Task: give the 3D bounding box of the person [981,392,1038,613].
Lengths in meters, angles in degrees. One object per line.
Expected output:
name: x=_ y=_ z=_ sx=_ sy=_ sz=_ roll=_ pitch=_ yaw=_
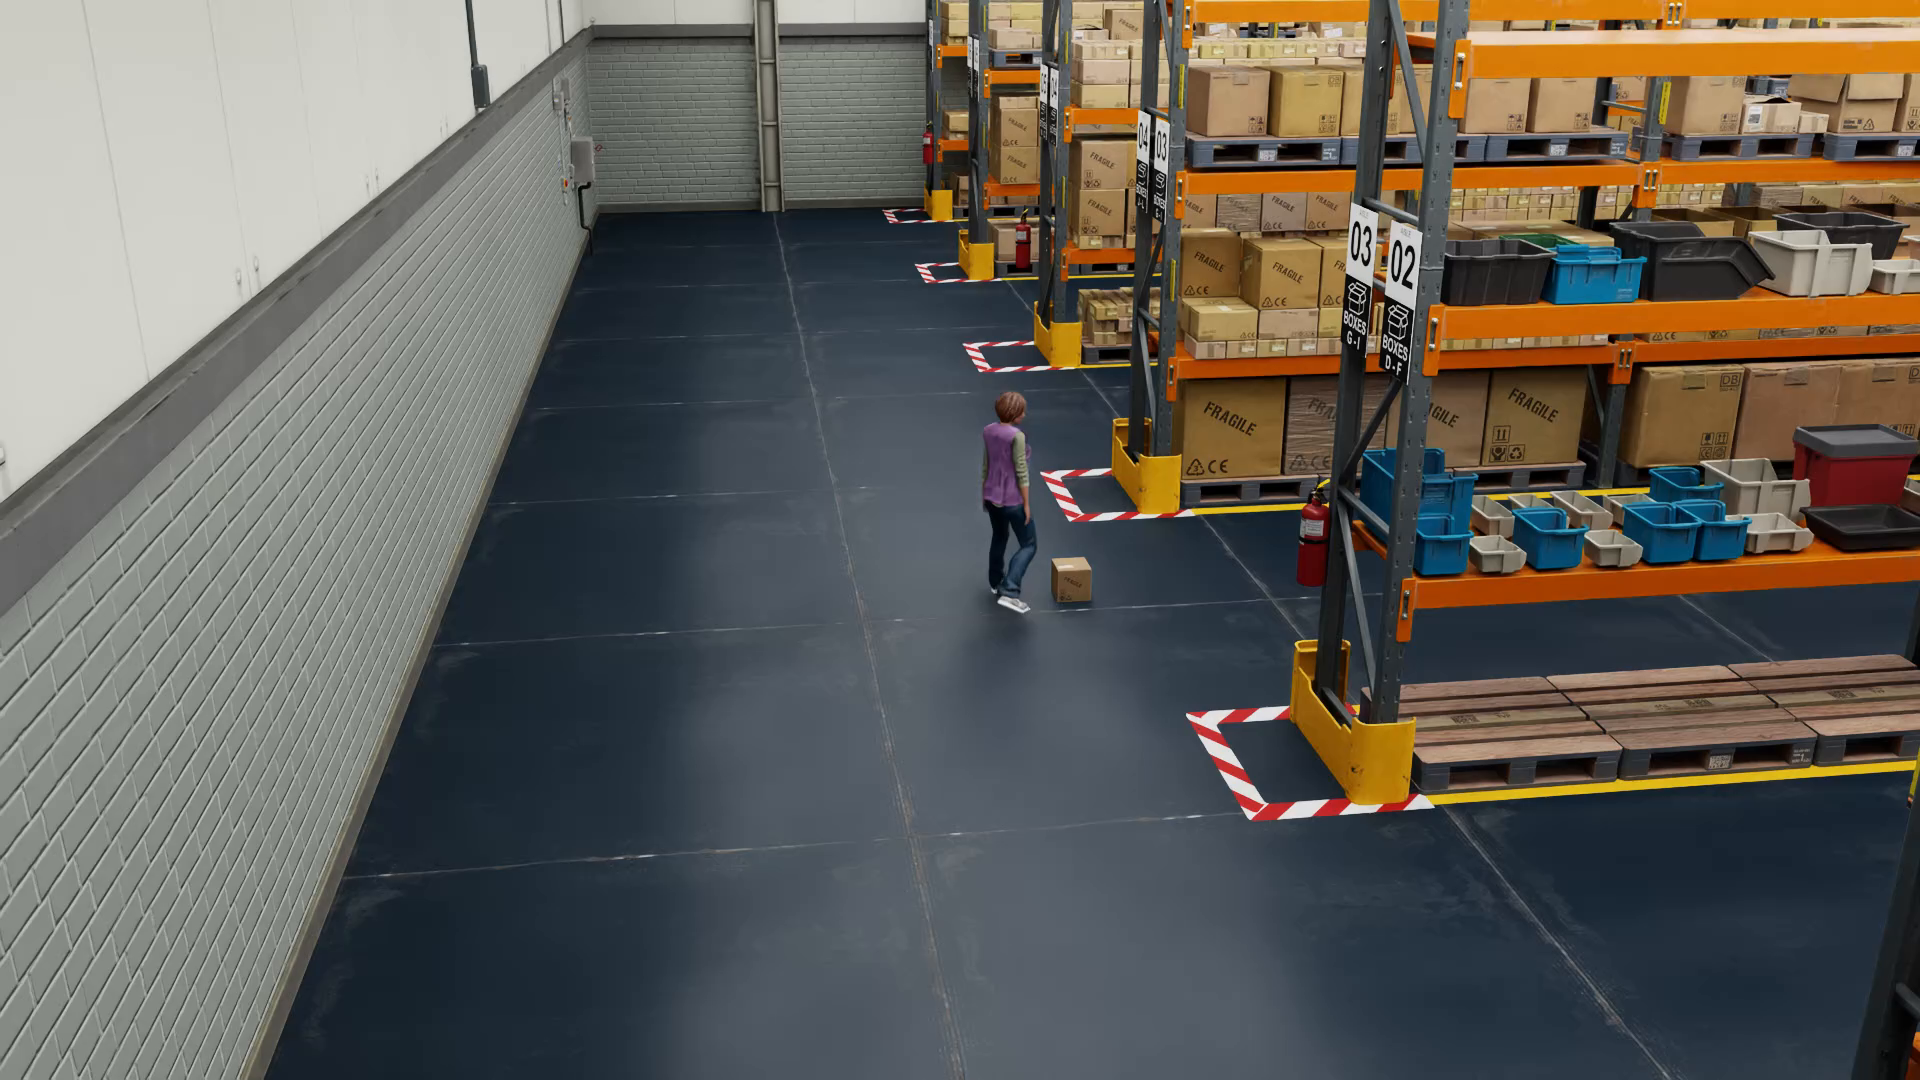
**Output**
person: x=0.346 y=-0.275 z=11.825 sx=0.632 sy=1.573 sz=0.622 roll=-18 pitch=27 yaw=-40
